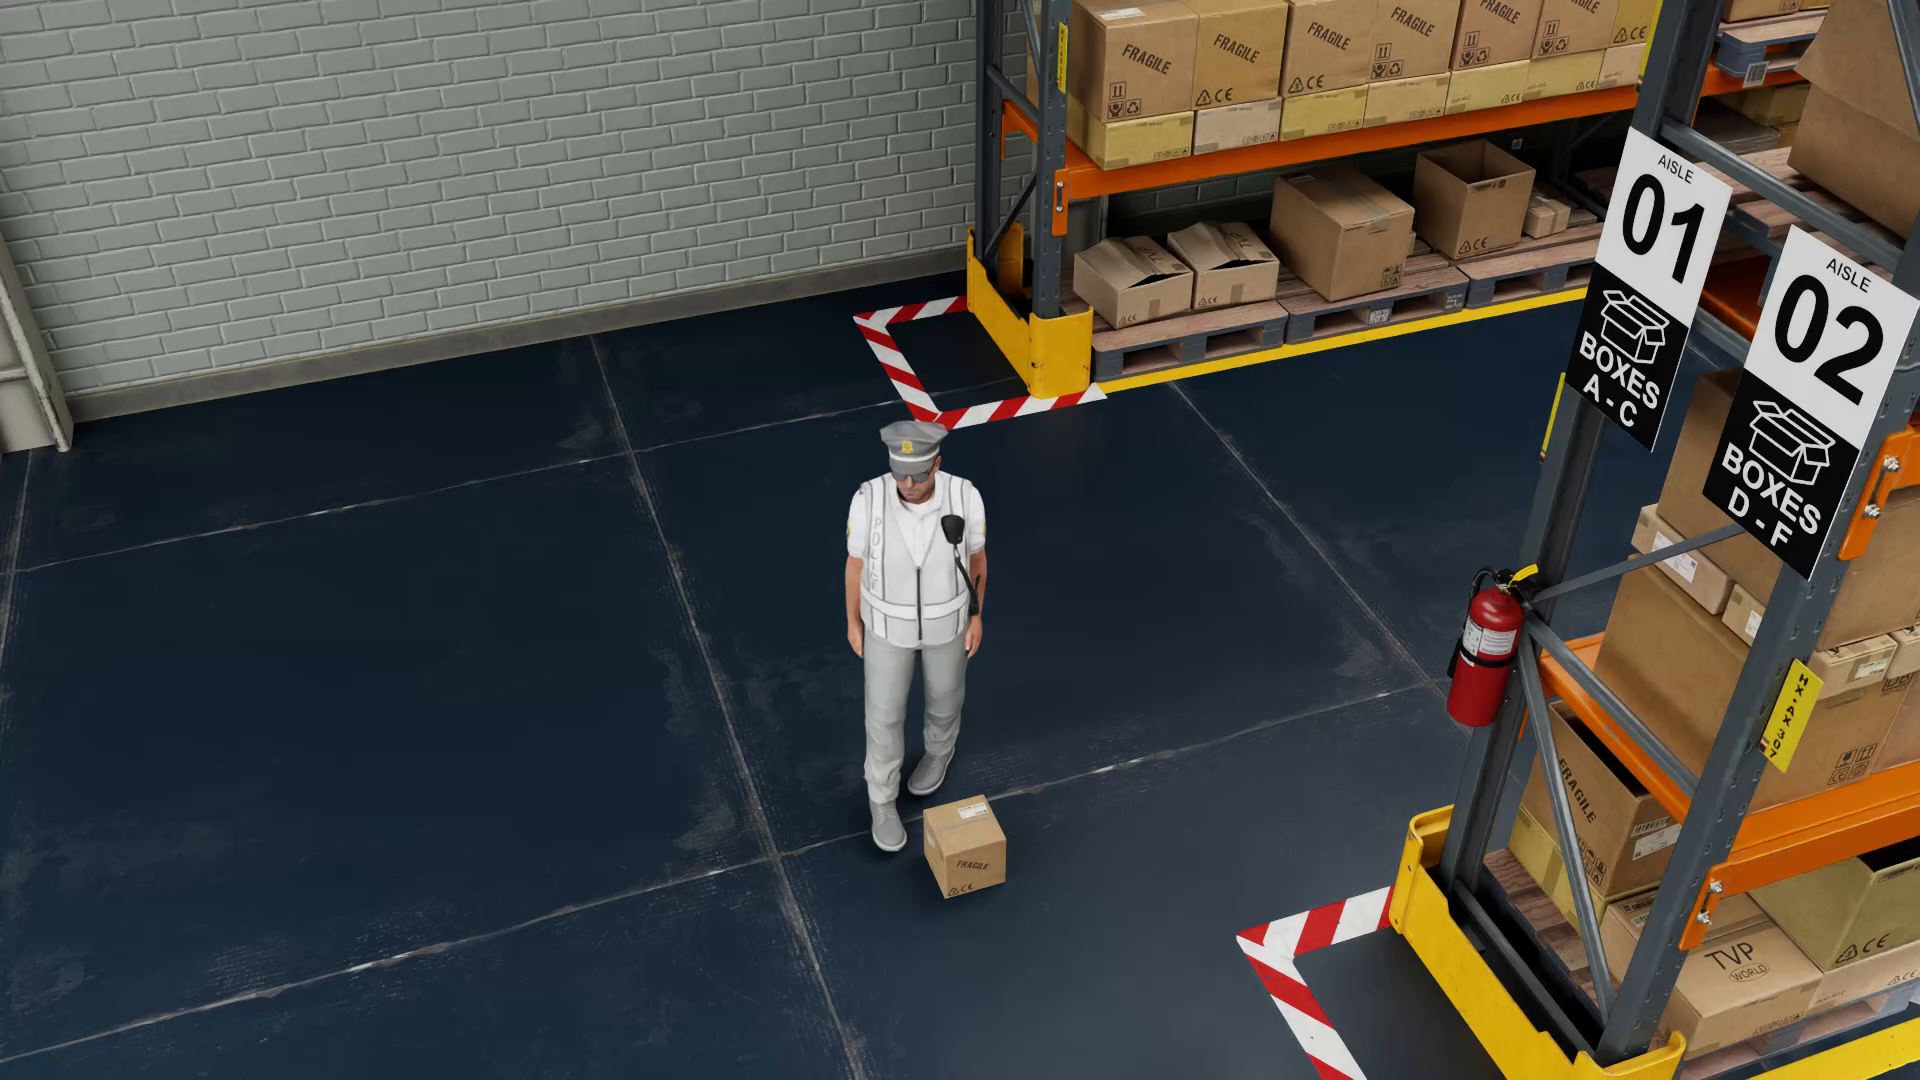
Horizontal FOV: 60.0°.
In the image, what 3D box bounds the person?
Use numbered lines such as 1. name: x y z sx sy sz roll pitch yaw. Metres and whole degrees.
1. person: -0.153 0.363 6.290 0.541 1.752 0.611 -4 38 -5
